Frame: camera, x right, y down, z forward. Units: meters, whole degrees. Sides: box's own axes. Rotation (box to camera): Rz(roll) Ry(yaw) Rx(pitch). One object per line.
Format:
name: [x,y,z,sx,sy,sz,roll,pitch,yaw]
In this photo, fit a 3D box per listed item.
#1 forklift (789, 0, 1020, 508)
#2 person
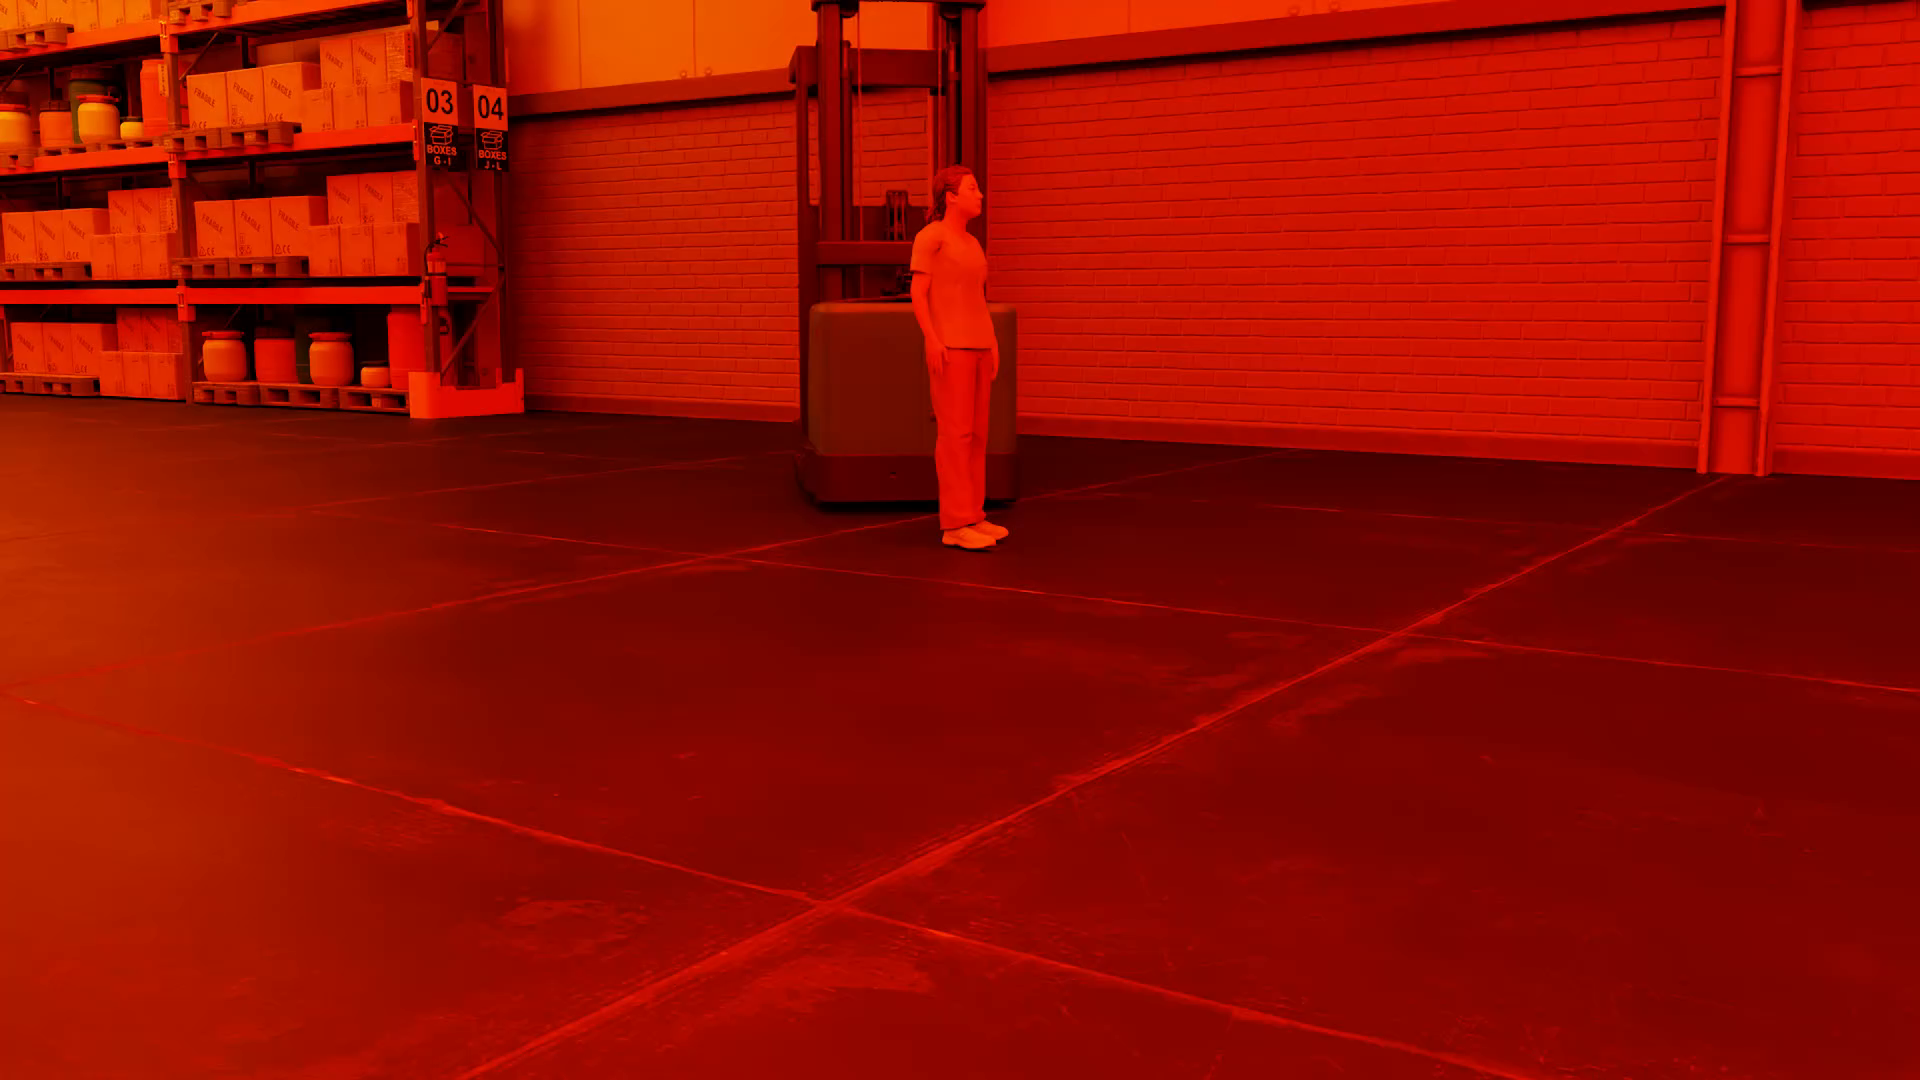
forklift: [-0.425,-1.791,9.790,1.130,2.935,3.031,-1,8,-9]
person: [0.055,-0.830,7.434,0.548,1.674,0.552,5,10,34]
